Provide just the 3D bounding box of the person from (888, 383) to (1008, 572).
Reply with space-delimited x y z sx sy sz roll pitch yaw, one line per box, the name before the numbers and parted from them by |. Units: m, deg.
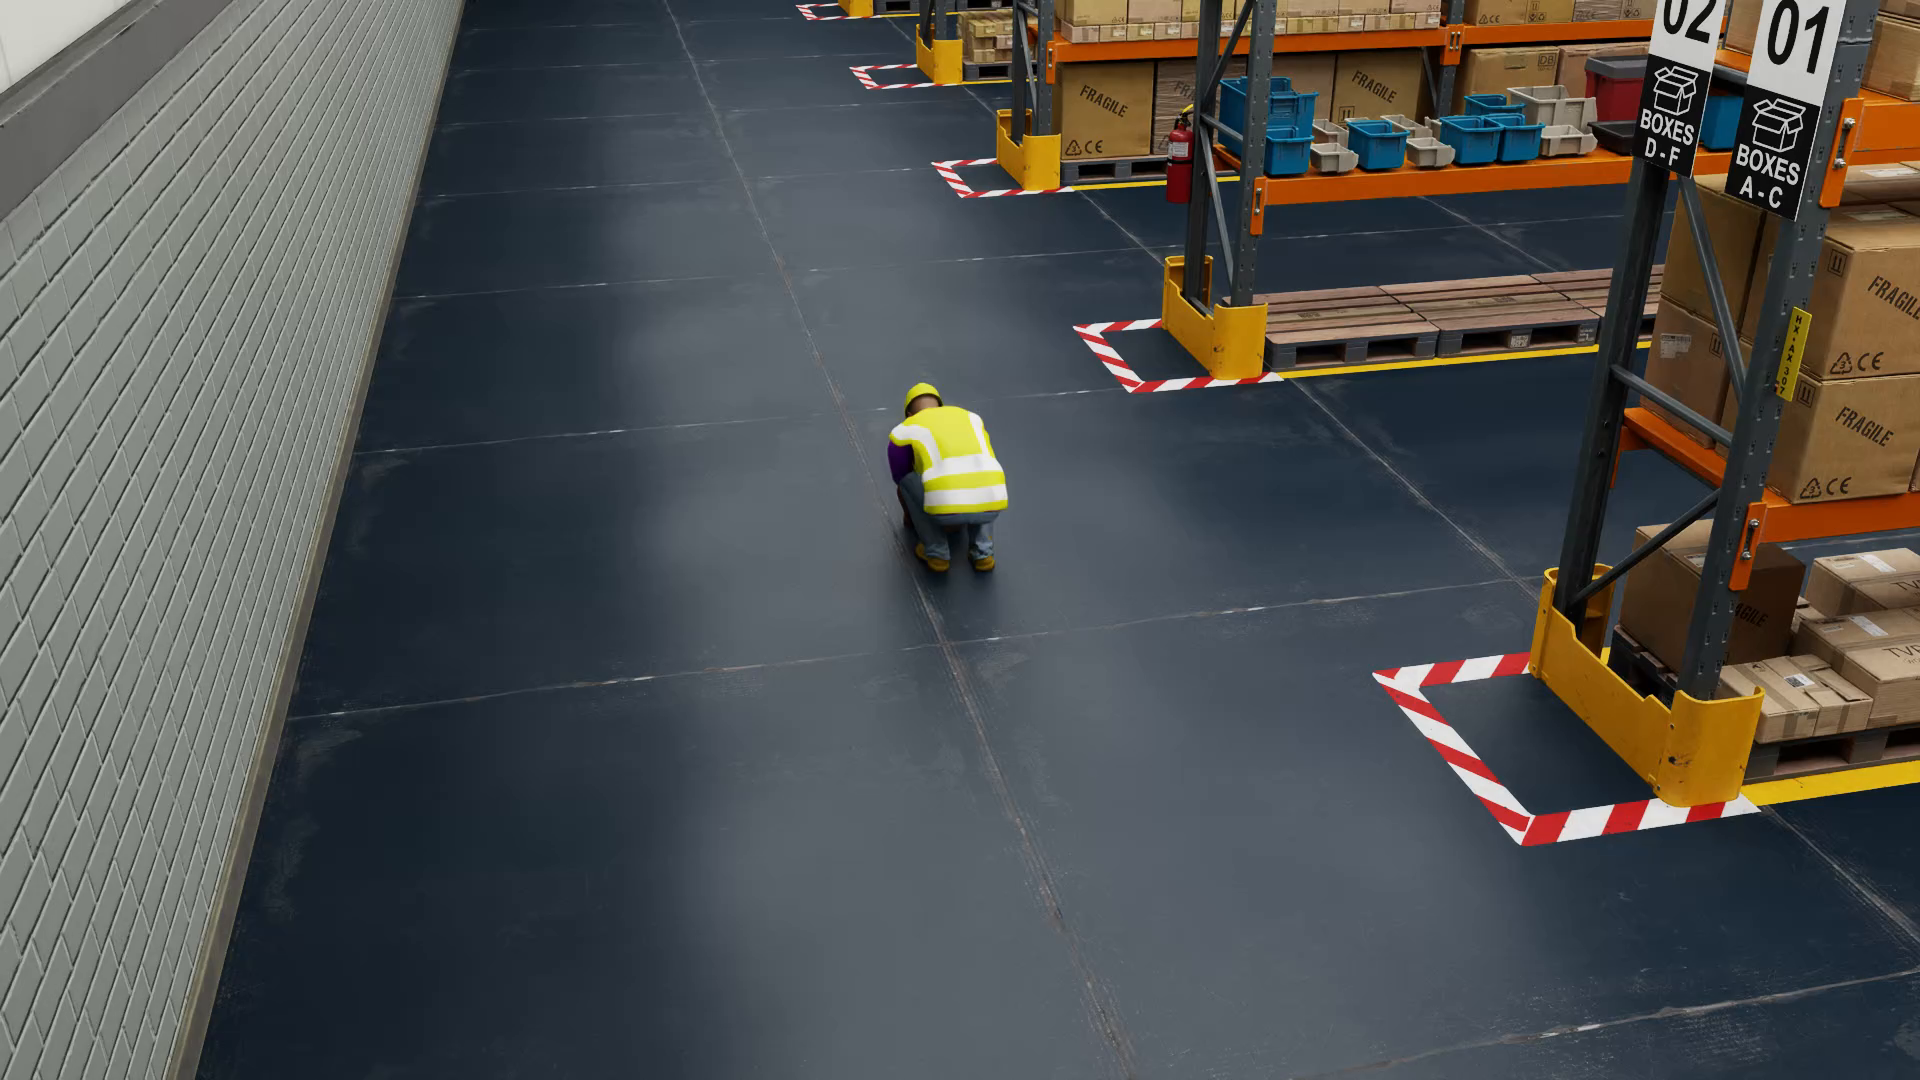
person | -0.085 -0.274 8.679 0.541 0.886 0.934 -6 27 -12
